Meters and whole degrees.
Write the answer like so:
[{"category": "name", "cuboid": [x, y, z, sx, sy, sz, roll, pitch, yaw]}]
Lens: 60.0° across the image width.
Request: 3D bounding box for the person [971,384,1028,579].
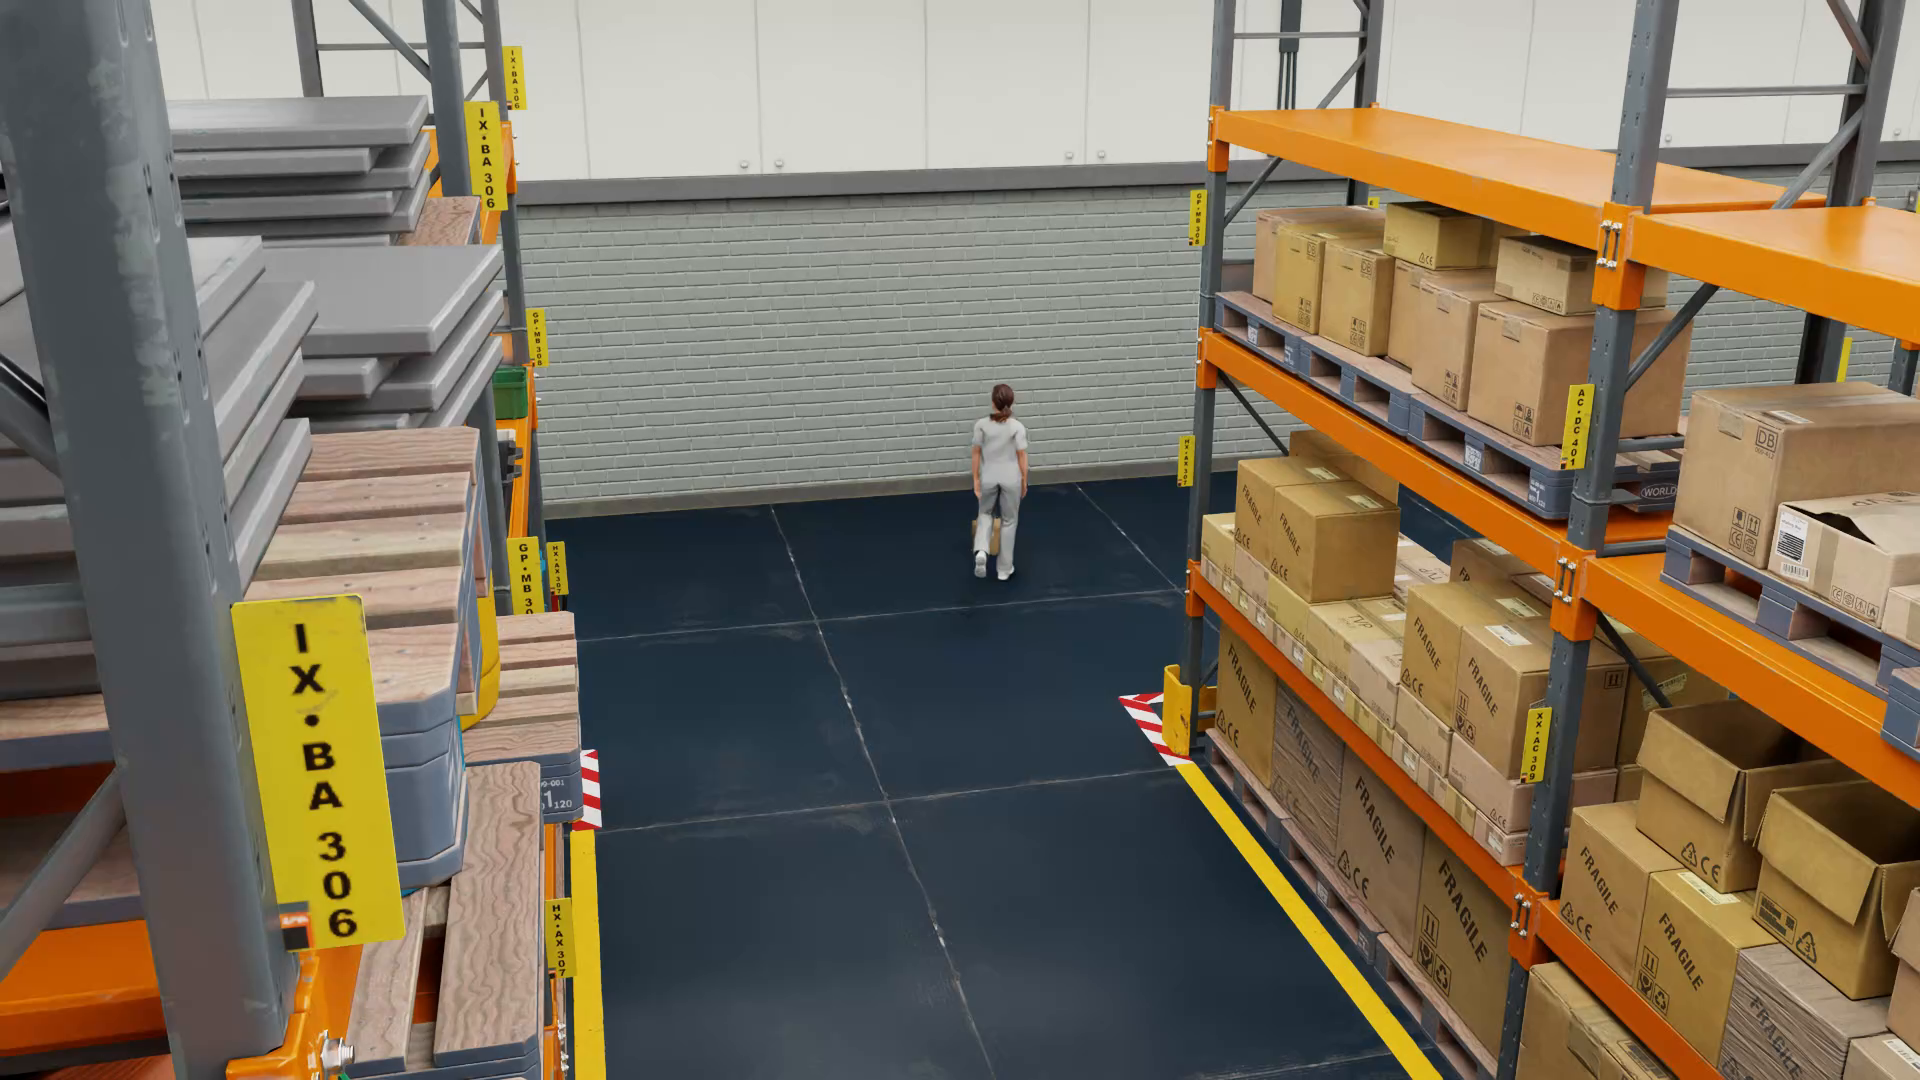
[{"category": "person", "cuboid": [0.321, -0.463, 13.607, 0.456, 1.662, 0.527, 5, 20, 13]}]
